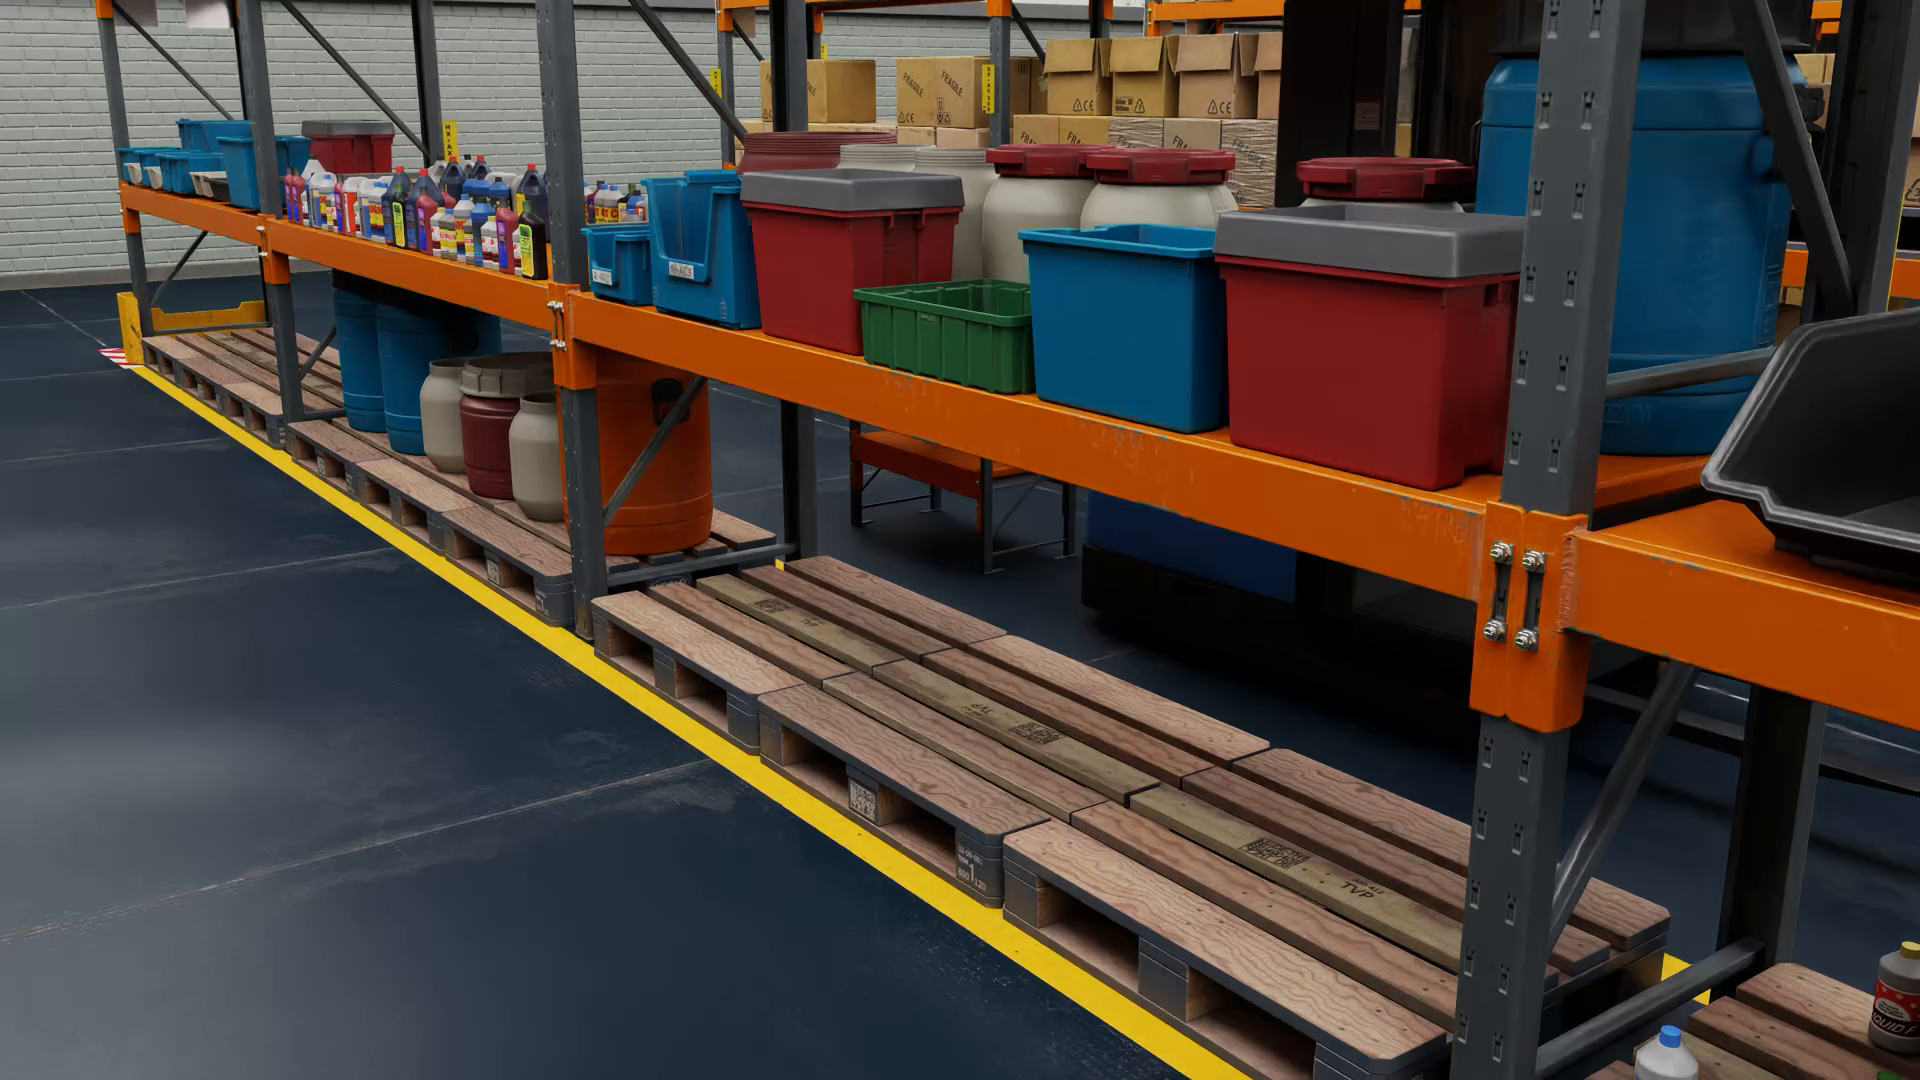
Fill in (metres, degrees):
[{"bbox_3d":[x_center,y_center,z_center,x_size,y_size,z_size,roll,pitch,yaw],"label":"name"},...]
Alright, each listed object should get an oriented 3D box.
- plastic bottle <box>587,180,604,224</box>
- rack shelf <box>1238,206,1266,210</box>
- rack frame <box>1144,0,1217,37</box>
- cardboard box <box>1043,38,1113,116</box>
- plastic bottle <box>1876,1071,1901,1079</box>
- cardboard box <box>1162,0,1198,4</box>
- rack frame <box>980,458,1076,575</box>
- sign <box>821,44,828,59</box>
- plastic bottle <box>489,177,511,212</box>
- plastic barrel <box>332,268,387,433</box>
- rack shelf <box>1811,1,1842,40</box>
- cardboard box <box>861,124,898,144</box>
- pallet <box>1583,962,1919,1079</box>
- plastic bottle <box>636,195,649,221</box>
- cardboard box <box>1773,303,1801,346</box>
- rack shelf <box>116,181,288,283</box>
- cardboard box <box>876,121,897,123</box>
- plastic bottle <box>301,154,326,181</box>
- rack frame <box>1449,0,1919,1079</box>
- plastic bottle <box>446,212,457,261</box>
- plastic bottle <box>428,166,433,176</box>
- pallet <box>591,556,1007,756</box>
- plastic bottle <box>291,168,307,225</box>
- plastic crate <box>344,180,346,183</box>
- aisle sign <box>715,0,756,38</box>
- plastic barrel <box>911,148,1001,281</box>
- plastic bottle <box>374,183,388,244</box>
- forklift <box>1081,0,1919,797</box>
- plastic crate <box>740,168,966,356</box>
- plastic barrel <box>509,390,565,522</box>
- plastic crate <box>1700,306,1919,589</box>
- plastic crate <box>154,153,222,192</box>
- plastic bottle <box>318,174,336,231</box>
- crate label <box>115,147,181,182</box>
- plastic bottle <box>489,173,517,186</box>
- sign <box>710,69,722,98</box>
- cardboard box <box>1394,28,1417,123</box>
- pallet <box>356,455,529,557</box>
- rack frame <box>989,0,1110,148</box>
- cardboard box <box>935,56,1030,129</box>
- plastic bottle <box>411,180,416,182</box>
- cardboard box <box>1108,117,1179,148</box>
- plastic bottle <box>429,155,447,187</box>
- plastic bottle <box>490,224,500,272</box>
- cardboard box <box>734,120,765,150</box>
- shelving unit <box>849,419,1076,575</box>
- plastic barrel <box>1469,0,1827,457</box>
[{"bbox_3d":[-1.643,-1.492,7.567,0.061,0.283,0.133,-11,19,-35],"label":"plastic bottle"},{"bbox_3d":[1.823,-2.001,10.567,1.077,0.370,4.000,-11,19,-35],"label":"rack shelf"},{"bbox_3d":[2.366,-4.377,17.888,1.000,3.000,0.127,-11,19,-35],"label":"rack frame"},{"bbox_3d":[1.029,-3.172,11.394,0.797,0.503,0.637,-11,19,-36],"label":"cardboard box"},{"bbox_3d":[1.475,0.984,2.610,0.061,0.283,0.133,-11,19,-35],"label":"plastic bottle"},{"bbox_3d":[2.423,-5.616,17.016,0.500,0.250,0.500,-10,18,-33],"label":"cardboard box"},{"bbox_3d":[0.295,-0.435,7.036,0.500,1.125,0.032,-11,19,-35],"label":"rack frame"},{"bbox_3d":[-1.258,-4.383,15.266,0.100,0.325,0.005,-11,19,-35],"label":"sign"},{"bbox_3d":[-2.230,-1.623,8.067,0.097,0.271,0.097,0,15,0],"label":"plastic bottle"},{"bbox_3d":[-3.054,-1.078,9.011,0.600,0.901,0.708,-11,19,-35],"label":"plastic barrel"},{"bbox_3d":[9.839,-4.986,15.792,1.077,0.370,4.000,-11,19,-35],"label":"rack shelf"},{"bbox_3d":[-0.432,-3.119,13.009,0.500,0.250,0.500,-10,18,-33],"label":"cardboard box"},{"bbox_3d":[1.705,1.197,2.803,1.003,0.211,1.213,-11,19,-35],"label":"pallet"},{"bbox_3d":[-1.273,-1.334,7.001,0.152,0.276,0.135,-11,19,-35],"label":"plastic bottle"},{"bbox_3d":[3.737,-1.039,8.171,0.500,0.250,0.500,-8,17,-28],"label":"cardboard box"},{"bbox_3d":[-4.536,-2.086,10.879,1.077,0.370,4.000,-11,19,-35],"label":"rack shelf"},{"bbox_3d":[-0.608,-3.421,14.114,0.500,0.250,0.500,-12,19,-36],"label":"cardboard box"},{"bbox_3d":[-3.391,-1.848,8.740,0.144,0.351,0.185,-11,19,-35],"label":"plastic bottle"},{"bbox_3d":[1.344,-0.298,2.982,1.000,3.000,0.127,-11,19,-35],"label":"rack frame"},{"bbox_3d":[-2.066,-1.257,6.863,0.097,0.201,0.097,0,15,0],"label":"plastic bottle"},{"bbox_3d":[-2.867,-1.912,9.116,0.152,0.276,0.135,-11,19,-35],"label":"plastic bottle"},{"bbox_3d":[-0.584,0.364,5.845,1.003,0.211,1.213,-11,19,-35],"label":"pallet"},{"bbox_3d":[-3.411,-1.777,8.607,0.061,0.283,0.133,-11,19,-35],"label":"plastic bottle"},{"bbox_3d":[-3.518,-2.029,9.695,0.396,0.136,0.243,-11,19,-35],"label":"plastic crate"},{"bbox_3d":[-1.990,-4.852,14.696,0.394,0.787,0.004,-11,19,-35],"label":"aisle sign"},{"bbox_3d":[0.017,-0.930,5.078,0.421,0.512,0.421,0,15,0],"label":"plastic barrel"},{"bbox_3d":[-2.612,-1.489,7.578,0.097,0.271,0.097,0,15,0],"label":"plastic bottle"},{"bbox_3d":[1.807,-0.893,5.285,1.130,2.935,3.031,-13,20,-39],"label":"forklift"},{"bbox_3d":[-0.305,-0.790,4.660,0.402,0.464,0.583,-11,19,-35],"label":"plastic crate"},{"bbox_3d":[-1.714,-0.363,7.138,0.421,0.512,0.421,0,15,0],"label":"plastic barrel"},{"bbox_3d":[1.549,-0.136,2.510,0.767,0.338,0.504,-11,19,-35],"label":"plastic crate"},{"bbox_3d":[-5.059,-2.424,10.952,0.416,0.233,0.300,-11,19,-35],"label":"plastic crate"},{"bbox_3d":[-3.135,-1.679,8.272,0.097,0.271,0.097,0,15,0],"label":"plastic bottle"},{"bbox_3d":[-5.833,-2.705,11.980,0.416,0.233,0.303,-11,19,-35],"label":"crate label"},{"bbox_3d":[-2.276,-1.698,8.333,0.152,0.276,0.135,-11,19,-35],"label":"plastic bottle"},{"bbox_3d":[-2.158,-4.000,14.719,0.100,0.325,0.005,-11,19,-35],"label":"sign"},{"bbox_3d":[2.582,-2.612,9.346,0.797,0.503,0.637,-10,18,-33],"label":"cardboard box"},{"bbox_3d":[-2.218,-0.229,8.014,1.003,0.211,1.213,-11,19,-35],"label":"pallet"},{"bbox_3d":[0.647,-2.775,12.033,1.000,3.000,0.127,-11,19,-35],"label":"rack frame"},{"bbox_3d":[0.160,-3.264,12.121,0.500,0.500,0.500,-10,18,-33],"label":"cardboard box"},{"bbox_3d":[-2.957,-1.853,9.041,0.097,0.201,0.097,0,15,0],"label":"plastic bottle"},{"bbox_3d":[1.305,-2.472,10.737,0.500,0.500,0.500,-11,19,-36],"label":"cardboard box"},{"bbox_3d":[-2.671,-1.815,8.617,0.144,0.351,0.185,-11,19,-35],"label":"plastic bottle"},{"bbox_3d":[-1.780,-1.153,6.483,0.097,0.201,0.097,0,15,0],"label":"plastic bottle"},{"bbox_3d":[-1.641,-3.556,14.607,0.500,0.250,0.500,-11,19,-36],"label":"cardboard box"},{"bbox_3d":[-0.004,-0.544,7.433,0.538,1.125,1.048,-11,19,-35],"label":"shelving unit"},{"bbox_3d":[1.362,-0.669,3.389,0.600,0.901,0.708,-11,19,-35],"label":"plastic barrel"}]
